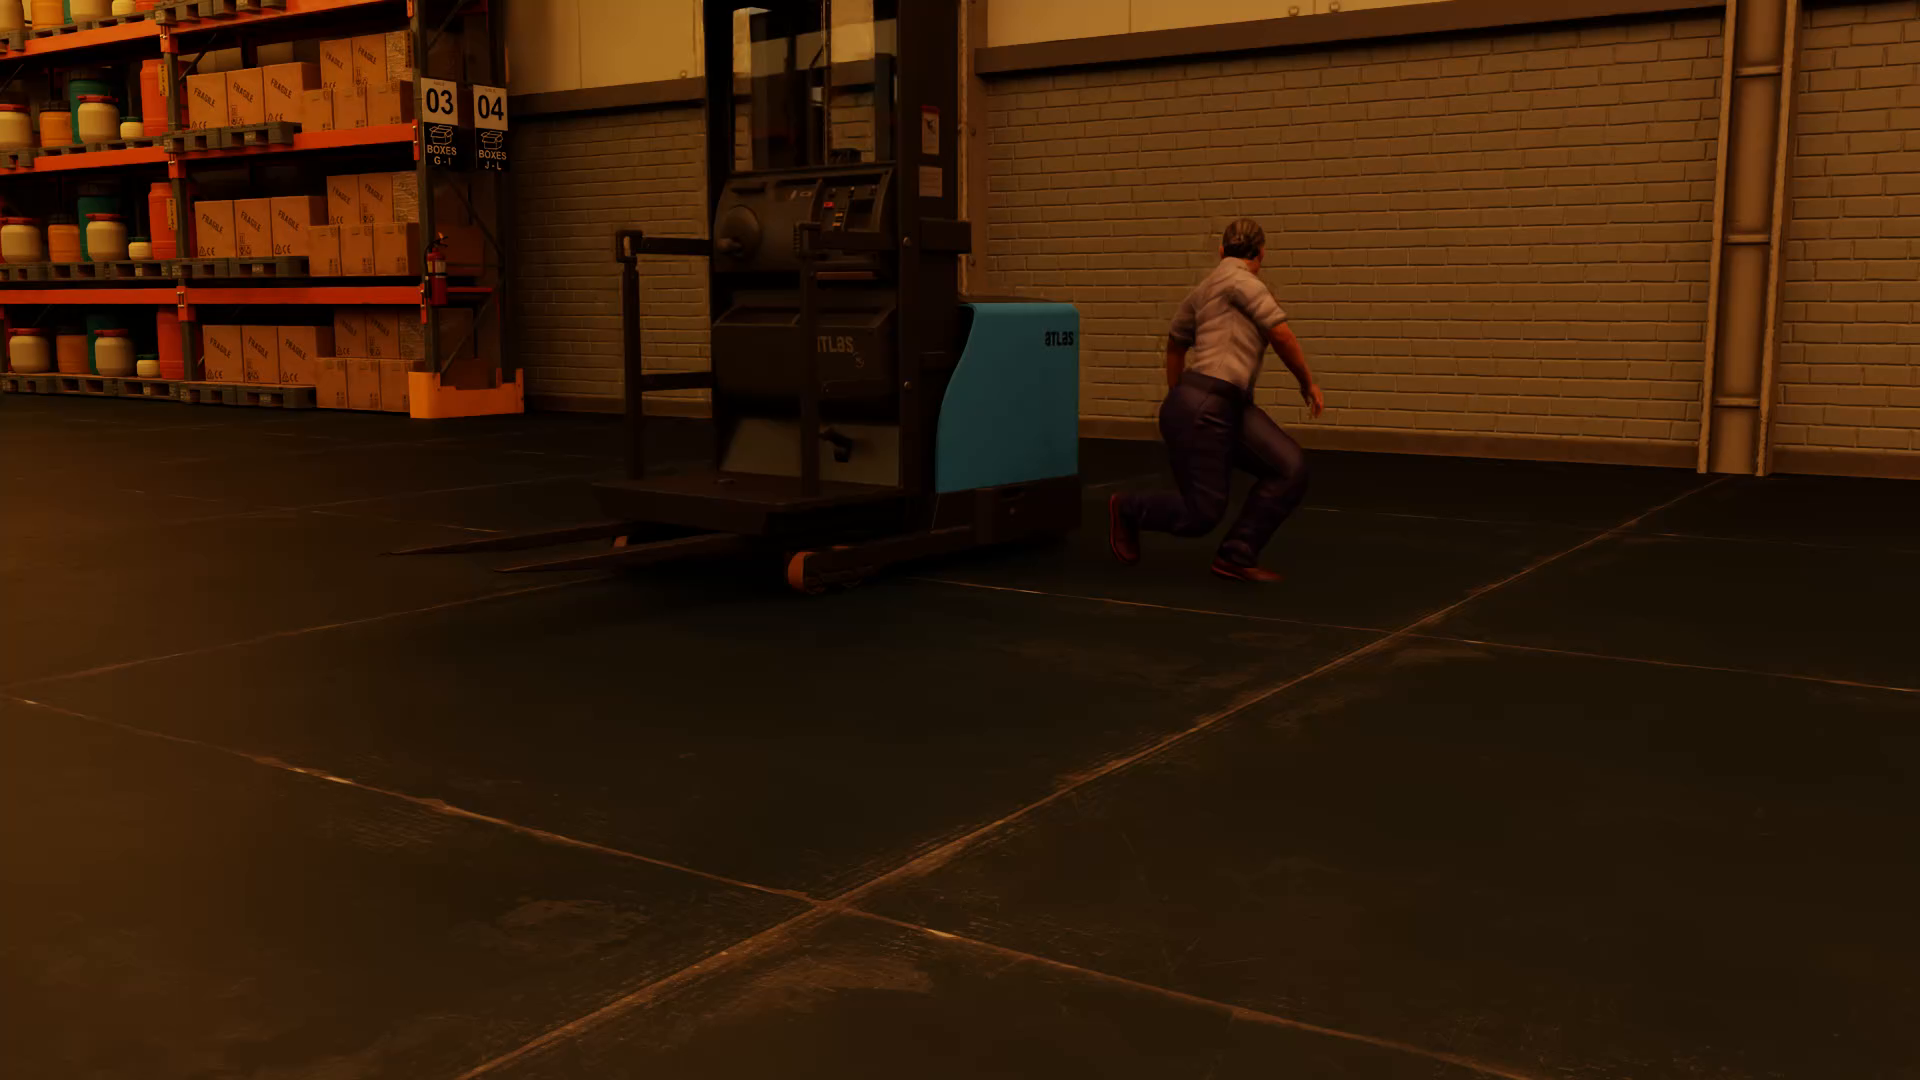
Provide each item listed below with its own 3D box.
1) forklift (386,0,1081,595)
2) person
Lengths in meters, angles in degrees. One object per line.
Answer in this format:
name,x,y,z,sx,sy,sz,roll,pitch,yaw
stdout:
forklift,-0.770,-1.326,6.516,1.130,2.935,3.031,7,10,39
person,1.001,-0.541,6.547,0.846,1.433,0.589,3,9,21
